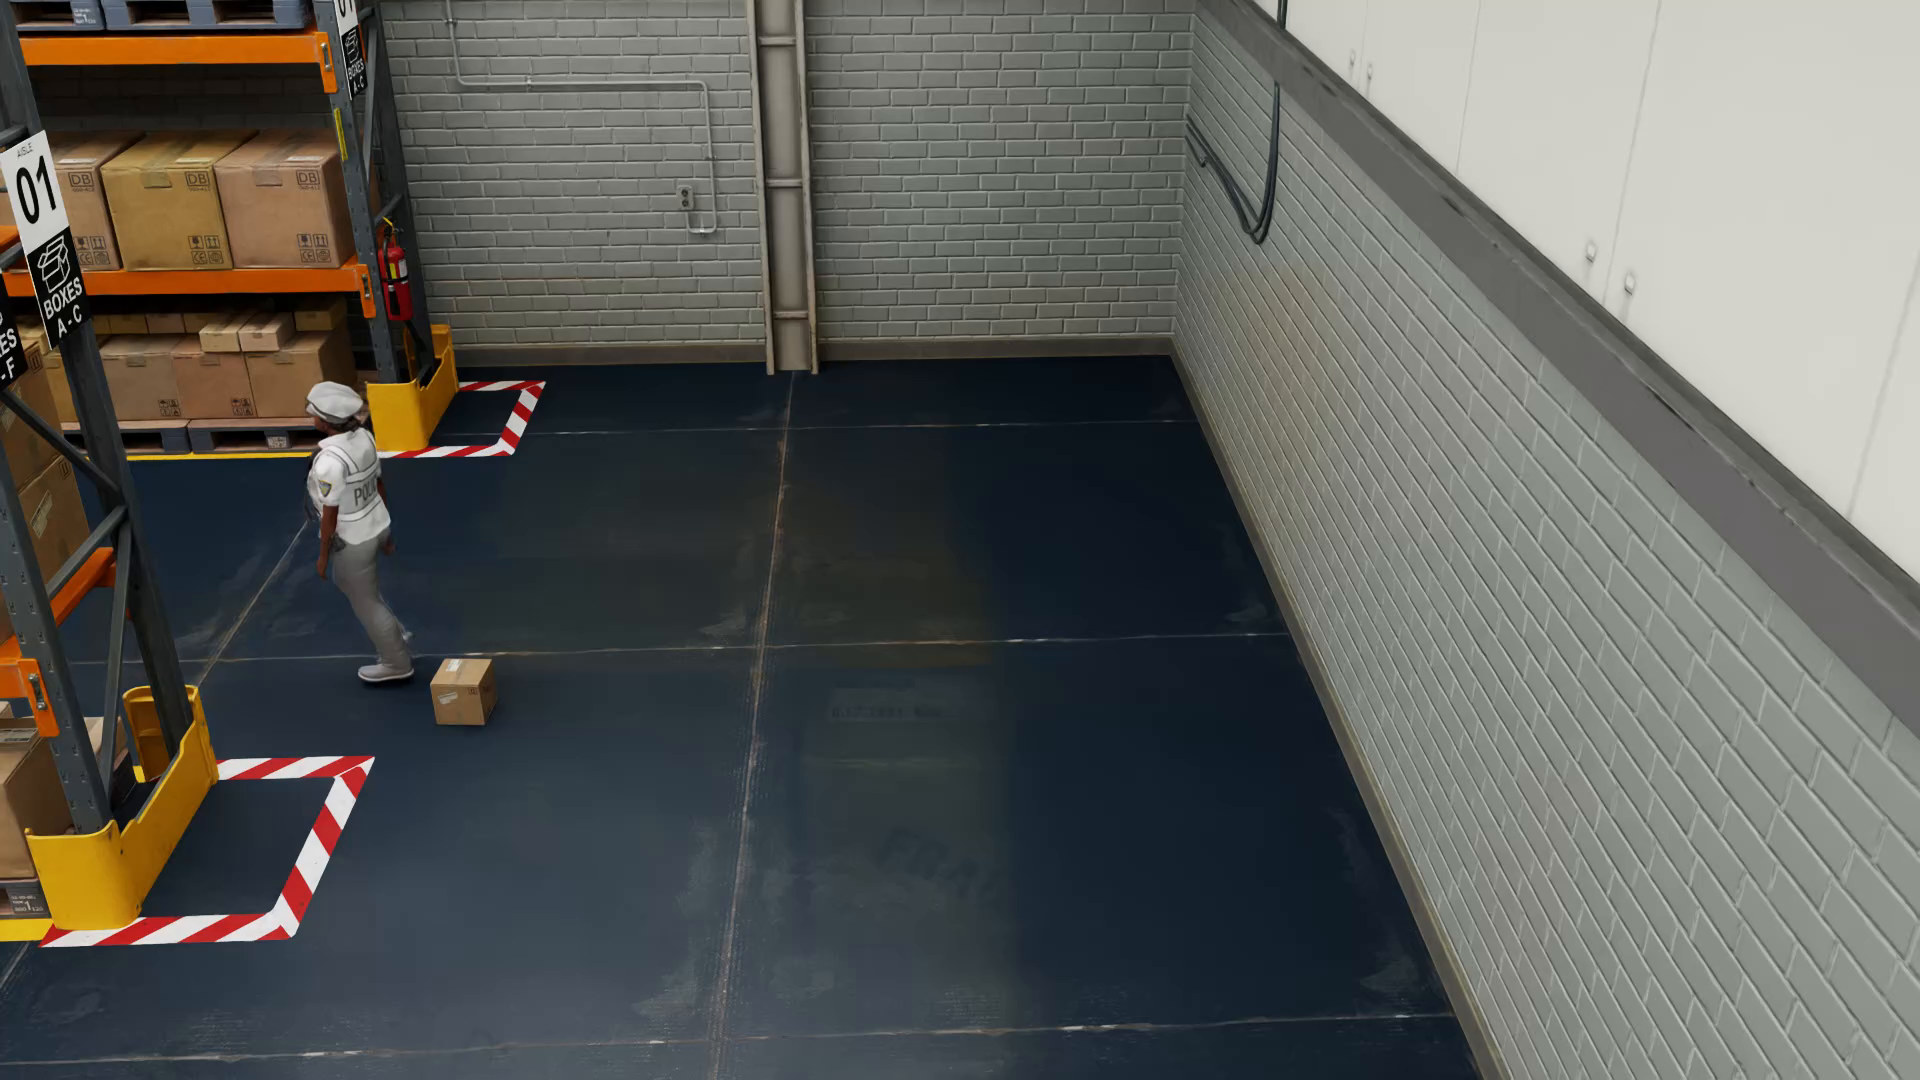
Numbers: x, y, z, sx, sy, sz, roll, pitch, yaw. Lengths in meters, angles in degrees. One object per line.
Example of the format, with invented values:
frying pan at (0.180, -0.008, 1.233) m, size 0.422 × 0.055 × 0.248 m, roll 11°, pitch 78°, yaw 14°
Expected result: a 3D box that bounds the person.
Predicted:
person at (-3.150, -0.006, 8.581) m, size 0.439 × 1.715 × 0.433 m, roll 3°, pitch 28°, yaw 5°
